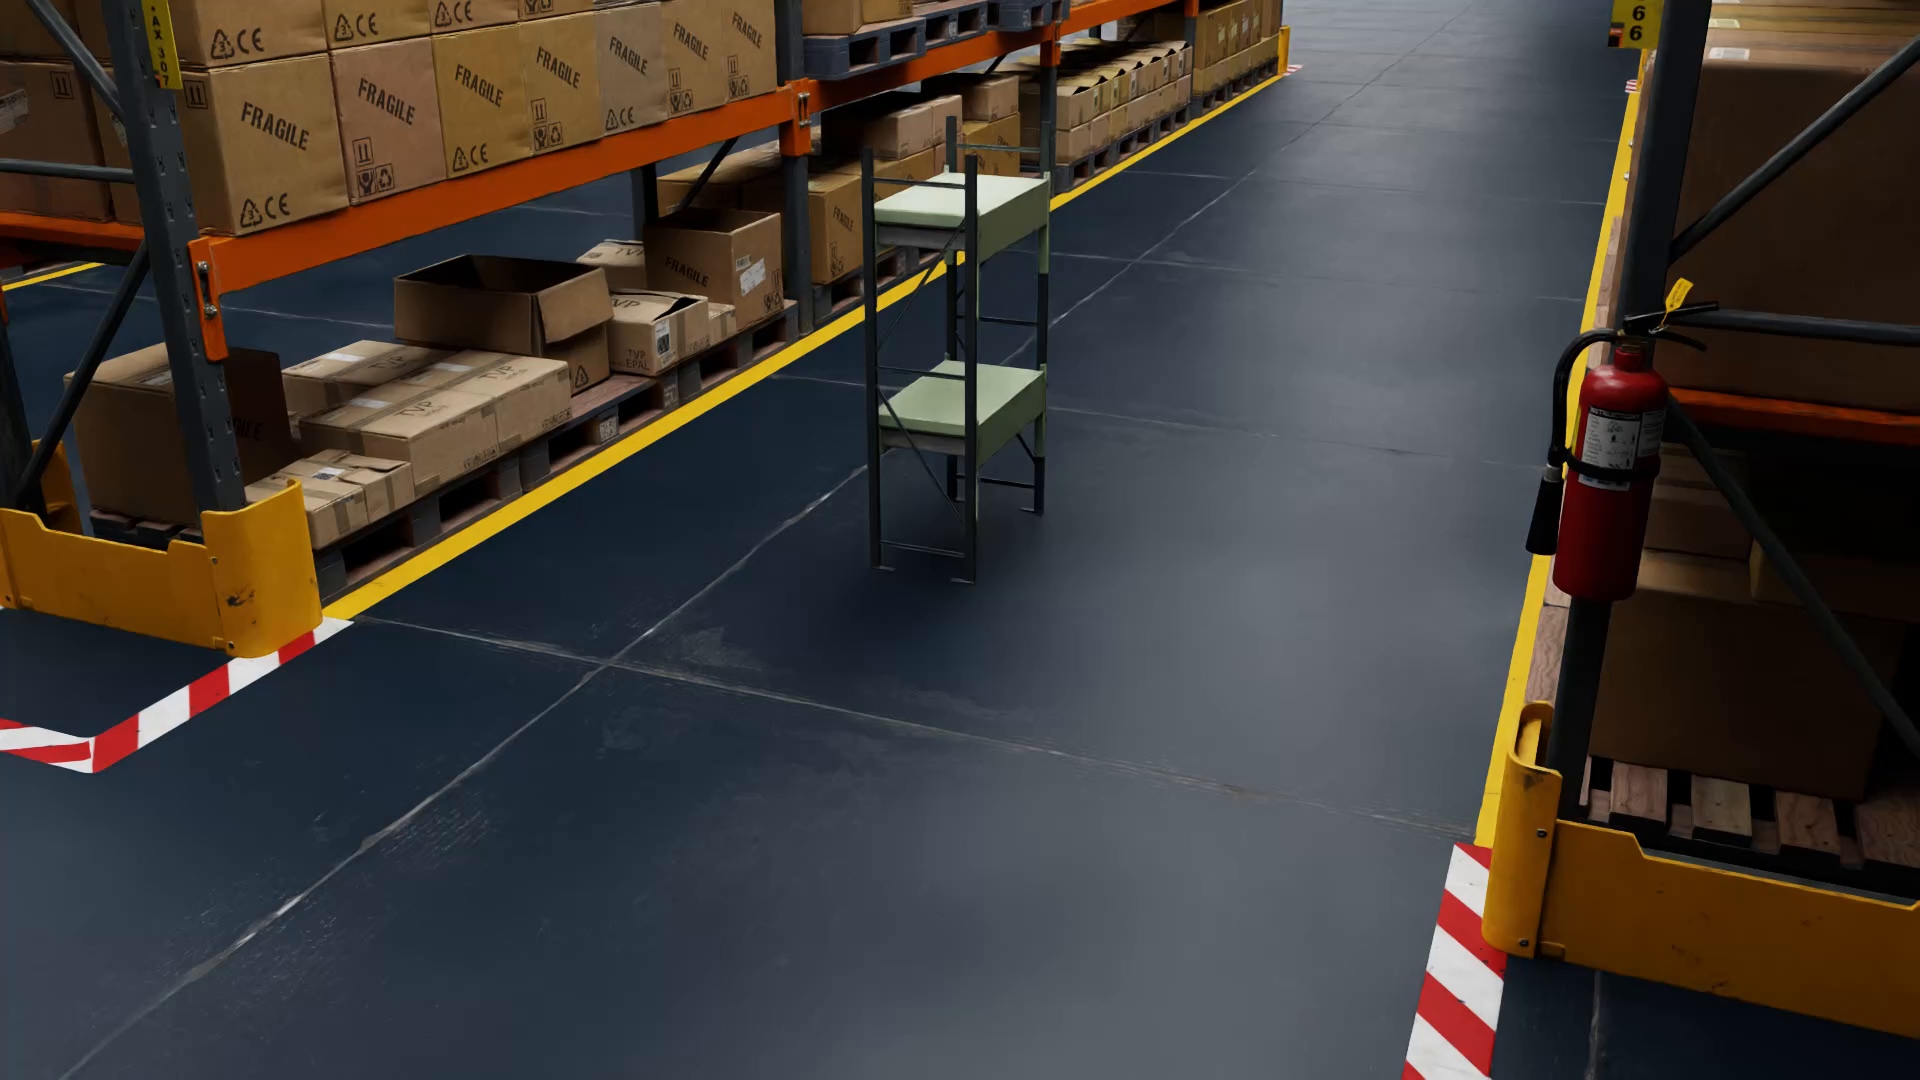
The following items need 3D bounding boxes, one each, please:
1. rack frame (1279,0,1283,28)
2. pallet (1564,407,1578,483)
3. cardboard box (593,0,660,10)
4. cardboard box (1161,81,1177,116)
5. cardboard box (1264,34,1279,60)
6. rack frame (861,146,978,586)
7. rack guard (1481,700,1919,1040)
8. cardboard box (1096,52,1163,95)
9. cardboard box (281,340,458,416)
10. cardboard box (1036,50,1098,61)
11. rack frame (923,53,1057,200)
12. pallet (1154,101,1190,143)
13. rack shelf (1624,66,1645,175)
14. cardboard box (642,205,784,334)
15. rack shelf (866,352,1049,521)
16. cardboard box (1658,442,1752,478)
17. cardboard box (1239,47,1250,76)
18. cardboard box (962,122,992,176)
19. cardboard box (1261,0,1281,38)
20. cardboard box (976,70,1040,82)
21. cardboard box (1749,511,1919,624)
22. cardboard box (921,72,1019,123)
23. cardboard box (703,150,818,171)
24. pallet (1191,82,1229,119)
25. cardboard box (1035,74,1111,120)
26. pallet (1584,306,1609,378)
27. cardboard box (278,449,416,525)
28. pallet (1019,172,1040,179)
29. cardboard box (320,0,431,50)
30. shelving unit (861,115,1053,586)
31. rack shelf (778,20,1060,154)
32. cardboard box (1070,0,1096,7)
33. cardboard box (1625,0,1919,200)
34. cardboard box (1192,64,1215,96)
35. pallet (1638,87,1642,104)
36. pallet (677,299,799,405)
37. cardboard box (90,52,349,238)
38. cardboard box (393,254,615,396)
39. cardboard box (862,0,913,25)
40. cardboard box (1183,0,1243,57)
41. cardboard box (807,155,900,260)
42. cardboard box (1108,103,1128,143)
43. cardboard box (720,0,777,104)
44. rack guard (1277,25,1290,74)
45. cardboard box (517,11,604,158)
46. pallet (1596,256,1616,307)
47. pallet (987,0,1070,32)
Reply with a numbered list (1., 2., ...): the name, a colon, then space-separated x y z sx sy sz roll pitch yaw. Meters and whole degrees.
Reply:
1. rack frame: 3.187 -6.839 18.731 1.000 3.000 0.127 9 24 20
2. pallet: 2.975 -0.289 6.669 1.003 0.211 1.213 9 24 20
3. cardboard box: -1.593 -2.470 6.845 0.500 0.500 0.500 9 24 20
4. cardboard box: 1.627 -3.962 14.866 0.500 0.250 0.500 8 24 19
5. cardboard box: 3.262 -5.530 18.620 0.500 0.250 0.500 9 24 20
6. rack frame: -0.133 -0.563 5.653 0.400 1.500 0.023 9 24 20
7. rack guard: 1.836 0.756 3.790 1.175 0.500 0.348 9 24 20
8. cardboard box: 1.442 -4.040 14.326 0.500 0.311 0.500 9 24 20
9. cardboard box: -2.402 -0.613 6.823 0.500 0.250 0.500 9 24 20
10. cardboard box: 0.935 -4.116 14.506 0.500 0.311 0.500 8 24 18
11. rack frame: 0.216 -3.976 11.878 1.000 3.000 0.127 9 24 20
12. pallet: 1.464 -3.852 15.197 1.003 0.211 1.213 9 24 20
13. rack shelf: 4.073 -2.221 8.608 1.077 0.370 4.000 9 24 20
14. cardboard box: -1.218 -1.350 8.262 0.500 0.500 0.500 9 24 20
15. rack shelf: 0.002 -0.394 6.092 0.431 0.370 0.720 9 24 20
16. cardboard box: 1.985 -0.174 4.631 0.380 0.149 0.250 9 24 21
17. cardboard box: 2.716 -4.991 17.331 0.500 0.250 0.500 9 24 20
18. cardboard box: -0.106 -2.472 10.950 0.500 0.500 0.500 8 24 18
19. cardboard box: 3.264 -5.876 18.475 0.500 0.500 0.500 9 24 20
20. cardboard box: 0.369 -3.570 13.199 0.500 0.311 0.500 8 24 19
21. cardboard box: 2.151 0.063 4.063 0.380 0.149 0.250 9 24 20
22. cardboard box: 0.069 -2.983 11.199 0.500 0.250 0.500 10 25 22
23. cardboard box: -1.161 -1.988 9.789 0.500 0.500 0.500 9 24 20
24. pallet: 2.036 -4.400 16.509 1.003 0.211 1.213 9 24 20
25. cardboard box: 0.870 -3.495 13.020 0.500 0.311 0.500 8 24 19
26. pallet: 3.547 -0.837 7.980 1.003 0.211 1.213 9 24 20
27. cardboard box: -2.188 -0.199 5.940 0.380 0.166 0.250 9 24 20
28. pallet: -0.097 -2.428 11.789 1.003 0.211 1.213 9 24 20
29. cardboard box: -2.159 -1.930 5.552 0.500 0.500 0.500 9 24 21
30. shelving unit: 0.002 -0.694 5.967 0.431 1.500 0.755 9 24 20
31. rack shelf: -0.527 -2.929 10.303 1.077 0.370 4.000 9 24 20
32. cardboard box: 0.728 -4.228 12.595 0.500 0.311 0.500 8 24 19
33. cardboard box: 2.577 -1.261 4.989 0.980 0.700 0.700 8 24 17
34. cardboard box: 2.155 -4.455 16.047 0.500 0.250 0.500 9 24 20
35. pallet: 6.970 -4.097 15.784 1.003 0.211 1.213 9 24 20
36. pallet: -1.526 -1.012 8.400 1.003 0.211 1.213 9 24 20
37. cardboard box: -2.346 -1.281 5.294 0.500 0.500 0.500 9 24 21
38. cardboard box: -1.963 -0.923 7.236 0.797 0.503 0.637 9 24 20
39. cardboard box: -0.690 -3.177 9.291 0.700 0.500 0.500 13 26 28
40. cardboard box: 2.536 -5.158 16.756 0.500 0.500 0.500 9 24 20
41. cardboard box: -0.676 -1.925 9.640 0.500 0.500 0.500 9 24 21
42. cardboard box: 1.056 -3.414 13.553 0.500 0.250 0.500 8 24 19
43. cardboard box: -1.218 -2.375 7.915 0.500 0.500 0.500 9 24 21
44. rack guard: 3.196 -5.694 19.234 1.175 0.500 0.348 9 24 20
45. cardboard box: -1.783 -1.824 6.595 0.500 0.500 0.500 9 24 21
46. pallet: 3.999 -1.275 9.029 1.003 0.211 1.213 9 24 20
47. pallet: 0.029 -3.635 11.310 1.213 0.211 1.003 9 24 20
